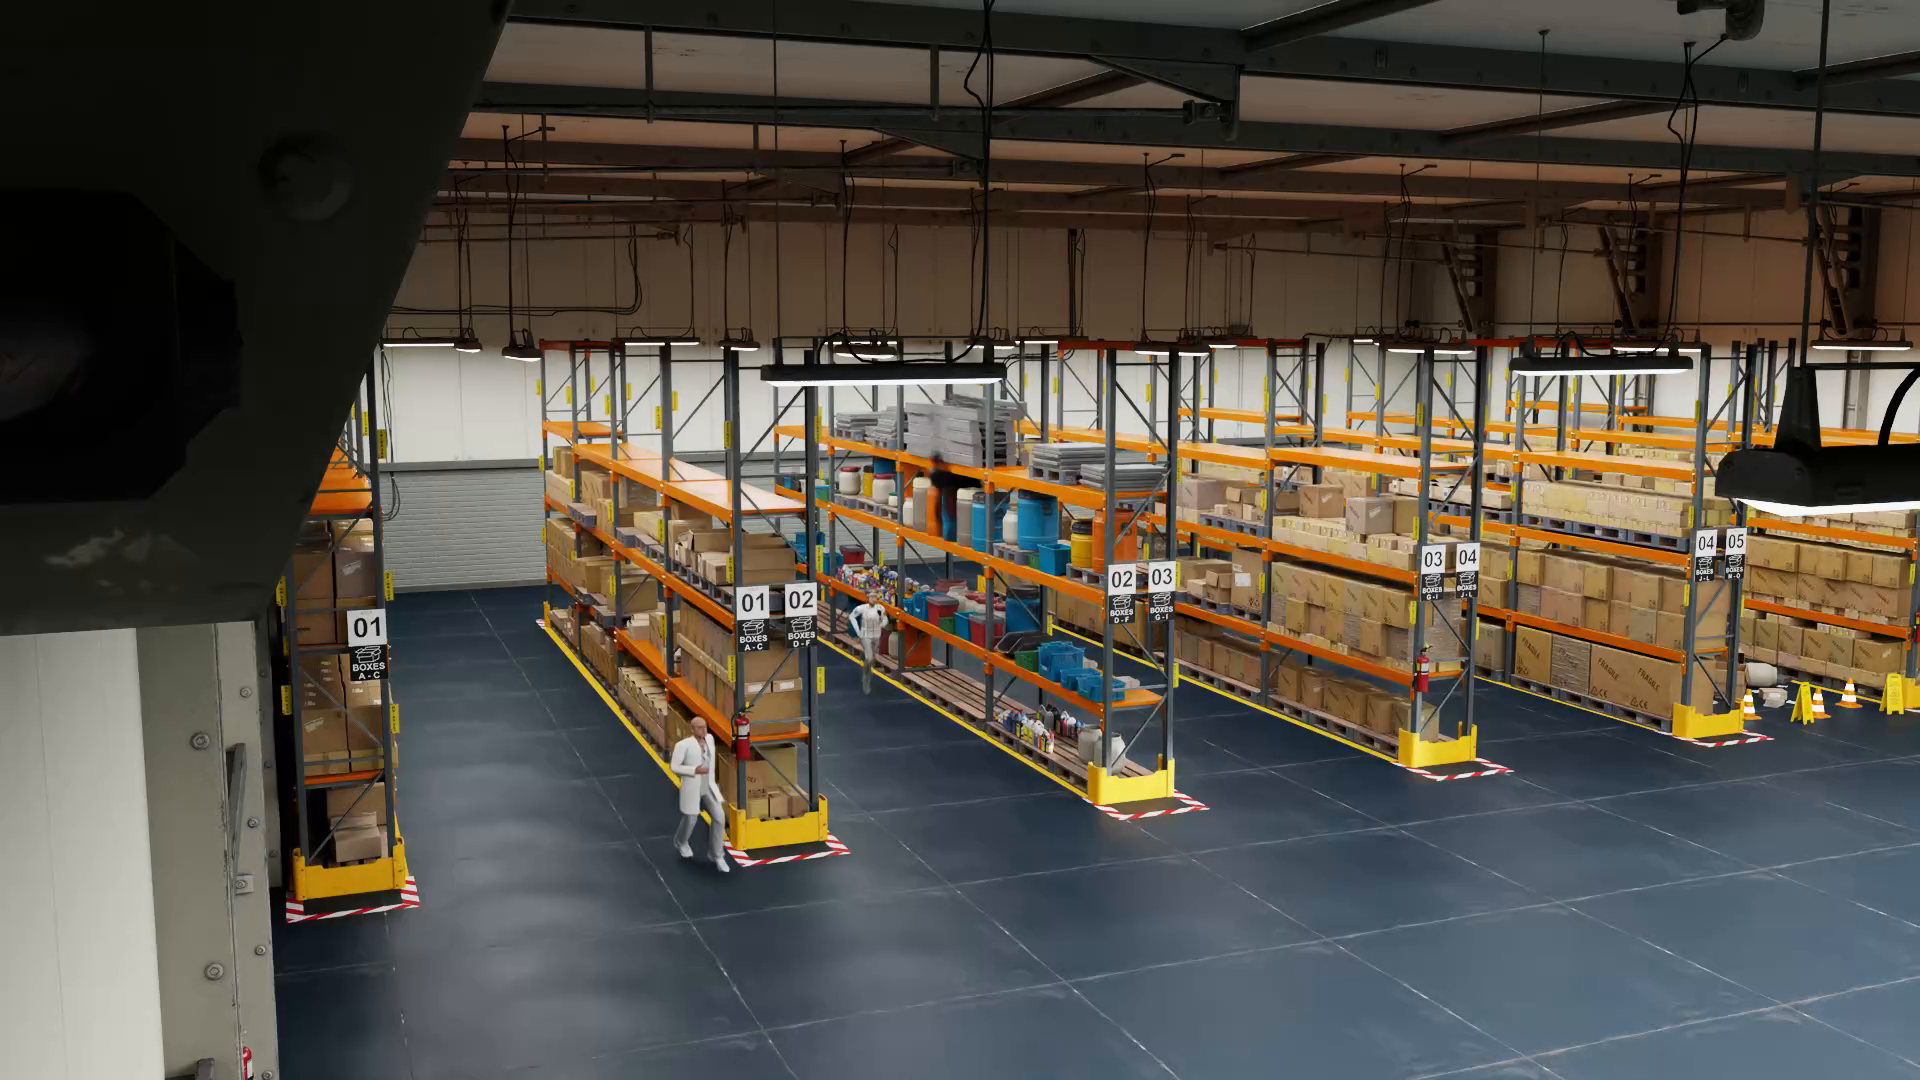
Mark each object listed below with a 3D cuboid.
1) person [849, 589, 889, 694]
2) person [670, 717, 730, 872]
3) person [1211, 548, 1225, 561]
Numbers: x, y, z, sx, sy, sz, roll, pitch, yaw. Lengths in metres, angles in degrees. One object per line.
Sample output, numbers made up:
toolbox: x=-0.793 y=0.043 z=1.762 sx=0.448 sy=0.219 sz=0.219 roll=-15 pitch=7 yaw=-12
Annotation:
person: x=-1.475 y=1.659 z=27.525 sx=0.599 sy=1.746 sz=0.699 roll=-3 pitch=8 yaw=-24
person: x=-3.091 y=2.944 z=19.440 sx=0.723 sy=1.822 sz=0.932 roll=-6 pitch=10 yaw=-39
person: x=6.478 y=0.154 z=41.439 sx=0.745 sy=1.649 sz=0.606 roll=4 pitch=8 yaw=27
